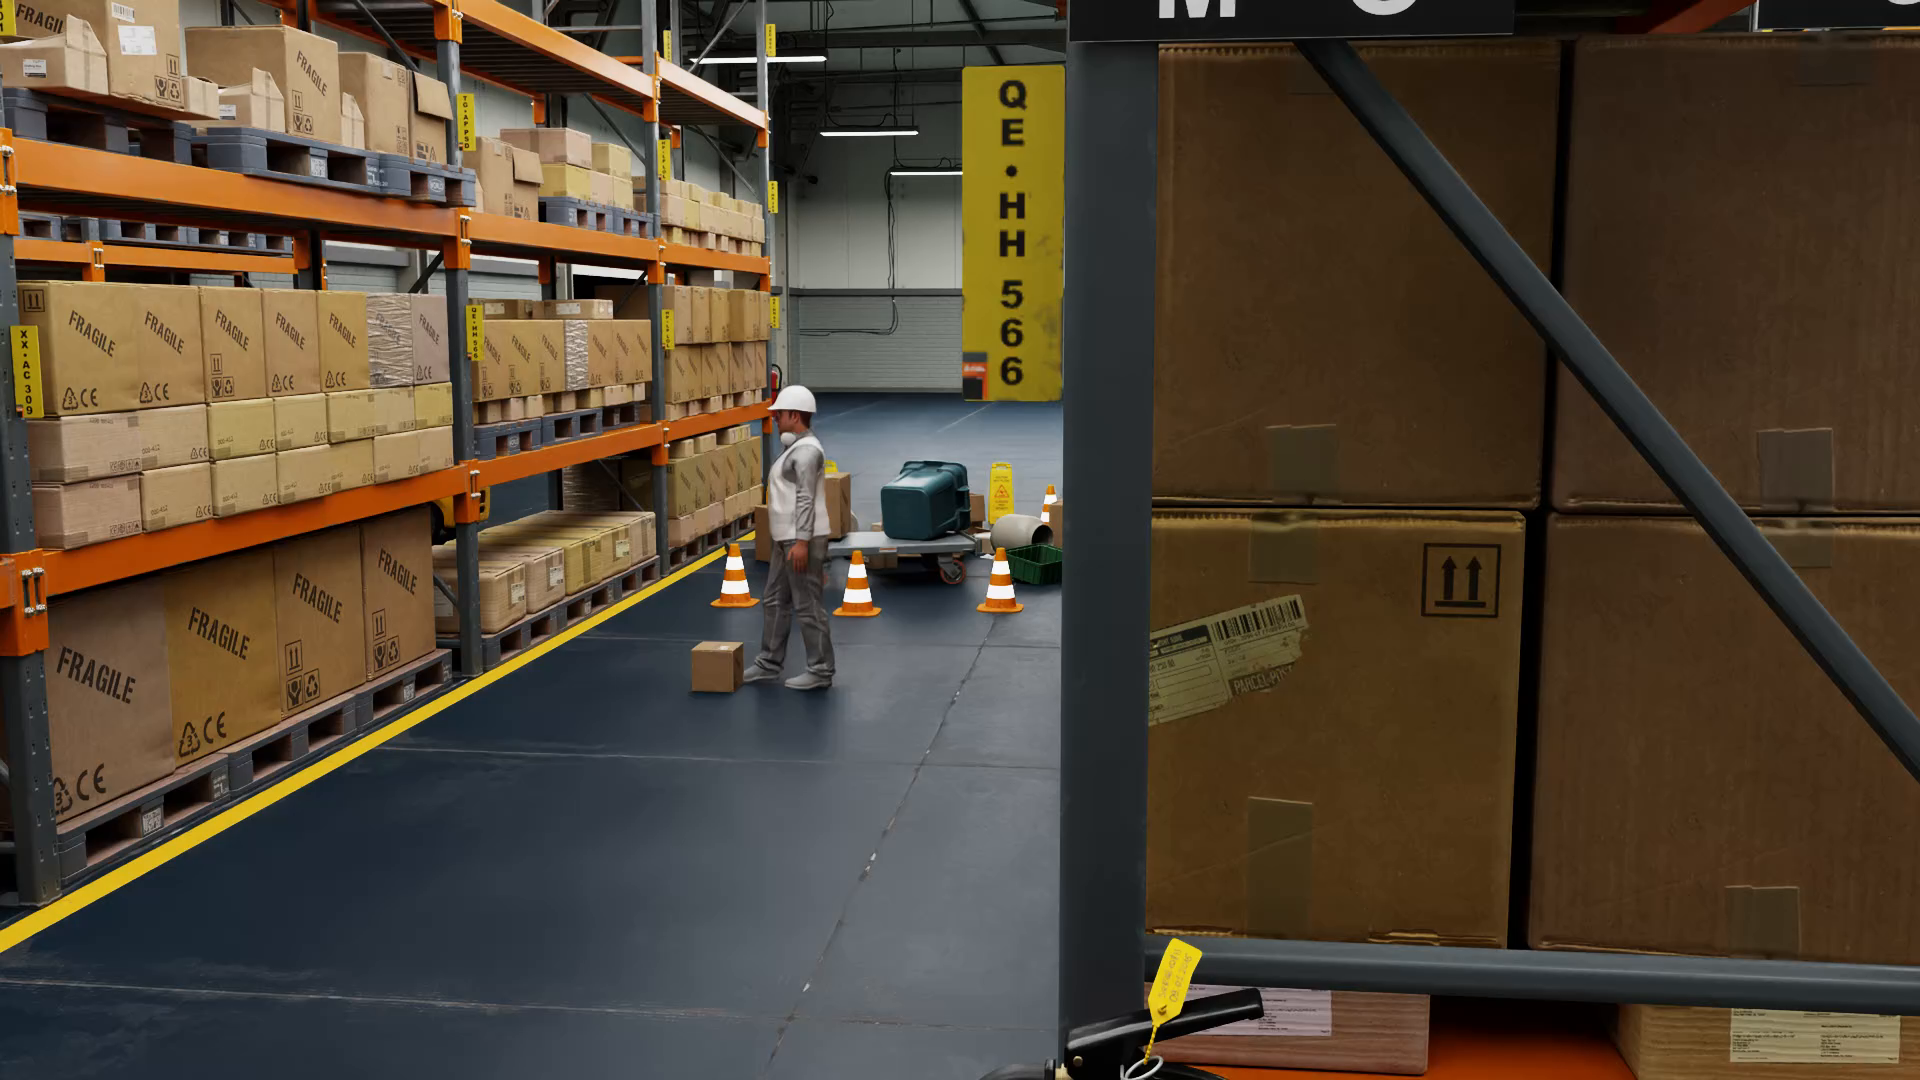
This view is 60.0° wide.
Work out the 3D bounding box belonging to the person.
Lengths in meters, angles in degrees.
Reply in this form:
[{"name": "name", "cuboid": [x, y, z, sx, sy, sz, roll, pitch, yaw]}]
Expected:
[{"name": "person", "cuboid": [-1.036, -0.010, 9.698, 0.607, 1.769, 0.557, -2, 8, -11]}]
